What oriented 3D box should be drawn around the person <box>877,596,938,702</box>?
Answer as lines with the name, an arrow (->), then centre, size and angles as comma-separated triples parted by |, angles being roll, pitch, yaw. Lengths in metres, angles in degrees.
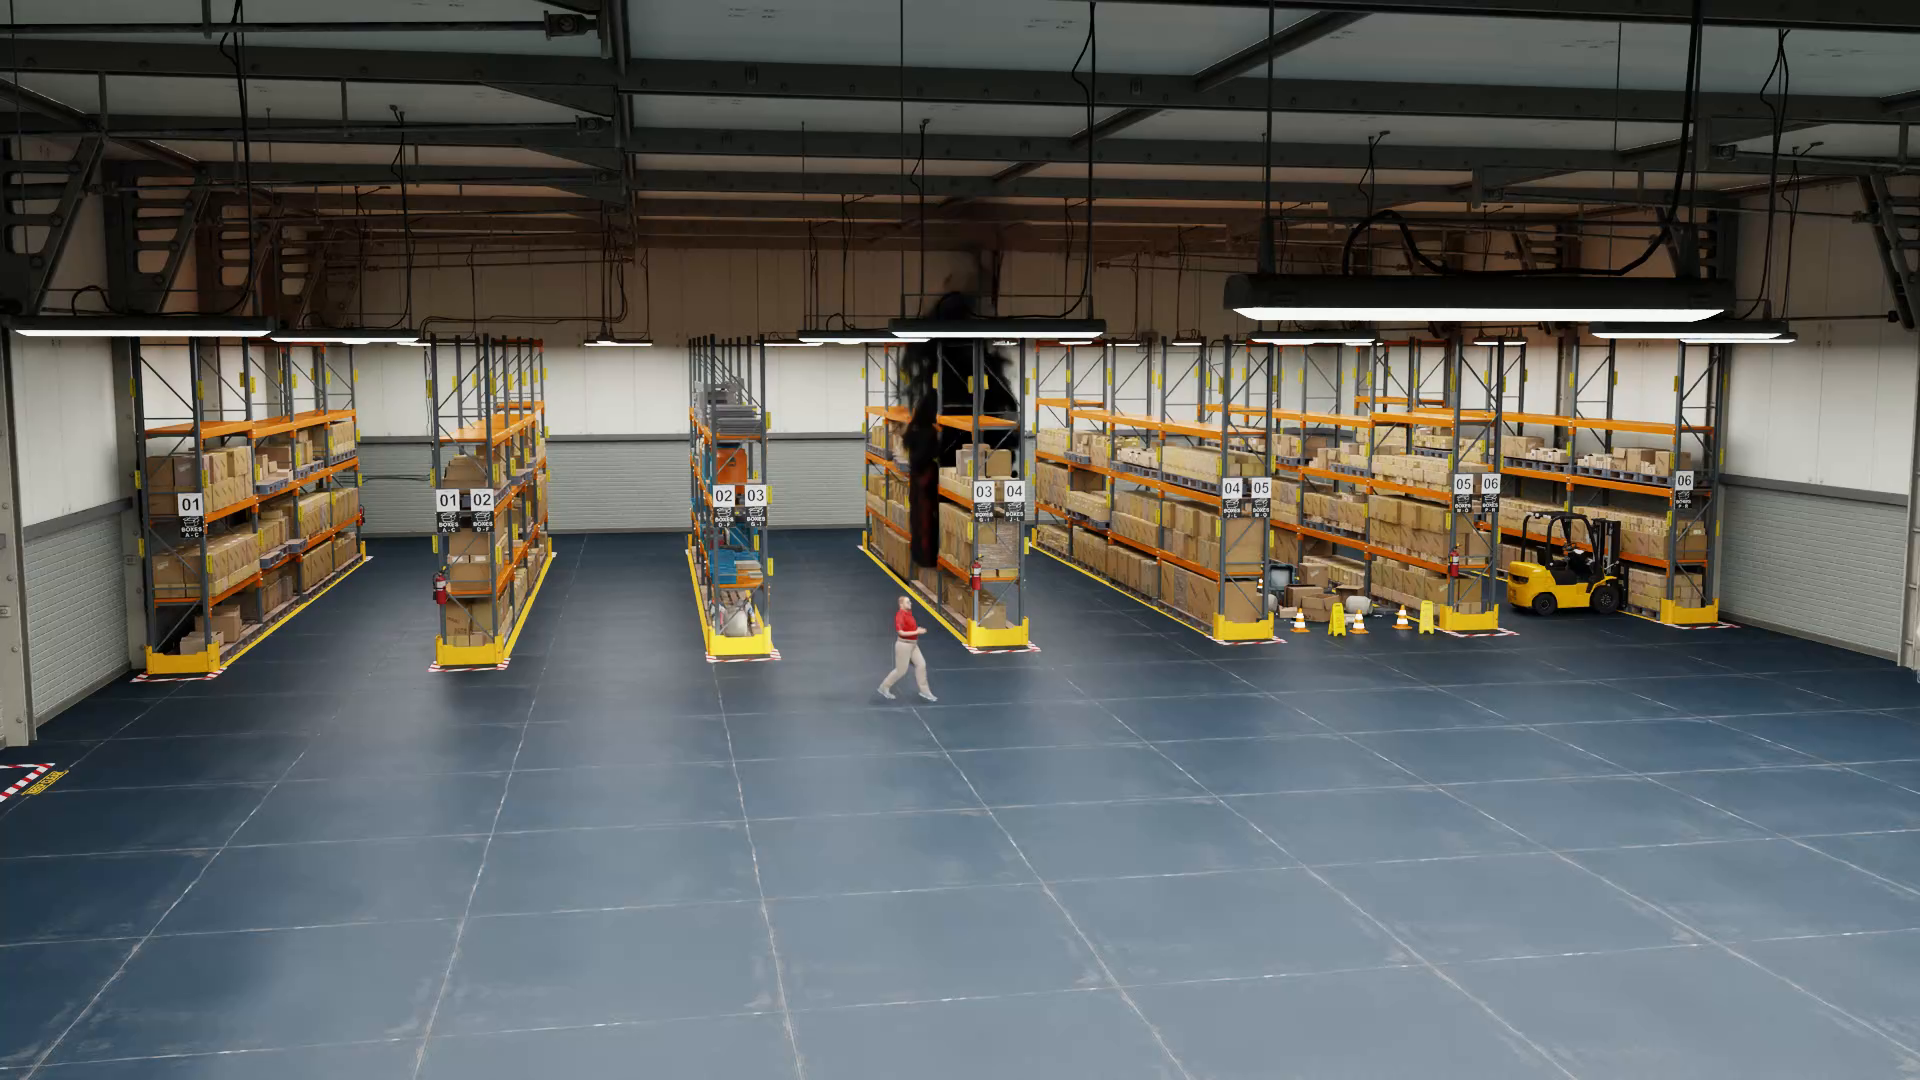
person -> -0.850, 1.771, 27.076 | 0.977, 1.740, 0.669 | 2, 7, 16

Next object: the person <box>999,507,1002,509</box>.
person -> 0.797, -0.226, 41.989 | 0.720, 1.771, 0.846 | -1, 7, -12
